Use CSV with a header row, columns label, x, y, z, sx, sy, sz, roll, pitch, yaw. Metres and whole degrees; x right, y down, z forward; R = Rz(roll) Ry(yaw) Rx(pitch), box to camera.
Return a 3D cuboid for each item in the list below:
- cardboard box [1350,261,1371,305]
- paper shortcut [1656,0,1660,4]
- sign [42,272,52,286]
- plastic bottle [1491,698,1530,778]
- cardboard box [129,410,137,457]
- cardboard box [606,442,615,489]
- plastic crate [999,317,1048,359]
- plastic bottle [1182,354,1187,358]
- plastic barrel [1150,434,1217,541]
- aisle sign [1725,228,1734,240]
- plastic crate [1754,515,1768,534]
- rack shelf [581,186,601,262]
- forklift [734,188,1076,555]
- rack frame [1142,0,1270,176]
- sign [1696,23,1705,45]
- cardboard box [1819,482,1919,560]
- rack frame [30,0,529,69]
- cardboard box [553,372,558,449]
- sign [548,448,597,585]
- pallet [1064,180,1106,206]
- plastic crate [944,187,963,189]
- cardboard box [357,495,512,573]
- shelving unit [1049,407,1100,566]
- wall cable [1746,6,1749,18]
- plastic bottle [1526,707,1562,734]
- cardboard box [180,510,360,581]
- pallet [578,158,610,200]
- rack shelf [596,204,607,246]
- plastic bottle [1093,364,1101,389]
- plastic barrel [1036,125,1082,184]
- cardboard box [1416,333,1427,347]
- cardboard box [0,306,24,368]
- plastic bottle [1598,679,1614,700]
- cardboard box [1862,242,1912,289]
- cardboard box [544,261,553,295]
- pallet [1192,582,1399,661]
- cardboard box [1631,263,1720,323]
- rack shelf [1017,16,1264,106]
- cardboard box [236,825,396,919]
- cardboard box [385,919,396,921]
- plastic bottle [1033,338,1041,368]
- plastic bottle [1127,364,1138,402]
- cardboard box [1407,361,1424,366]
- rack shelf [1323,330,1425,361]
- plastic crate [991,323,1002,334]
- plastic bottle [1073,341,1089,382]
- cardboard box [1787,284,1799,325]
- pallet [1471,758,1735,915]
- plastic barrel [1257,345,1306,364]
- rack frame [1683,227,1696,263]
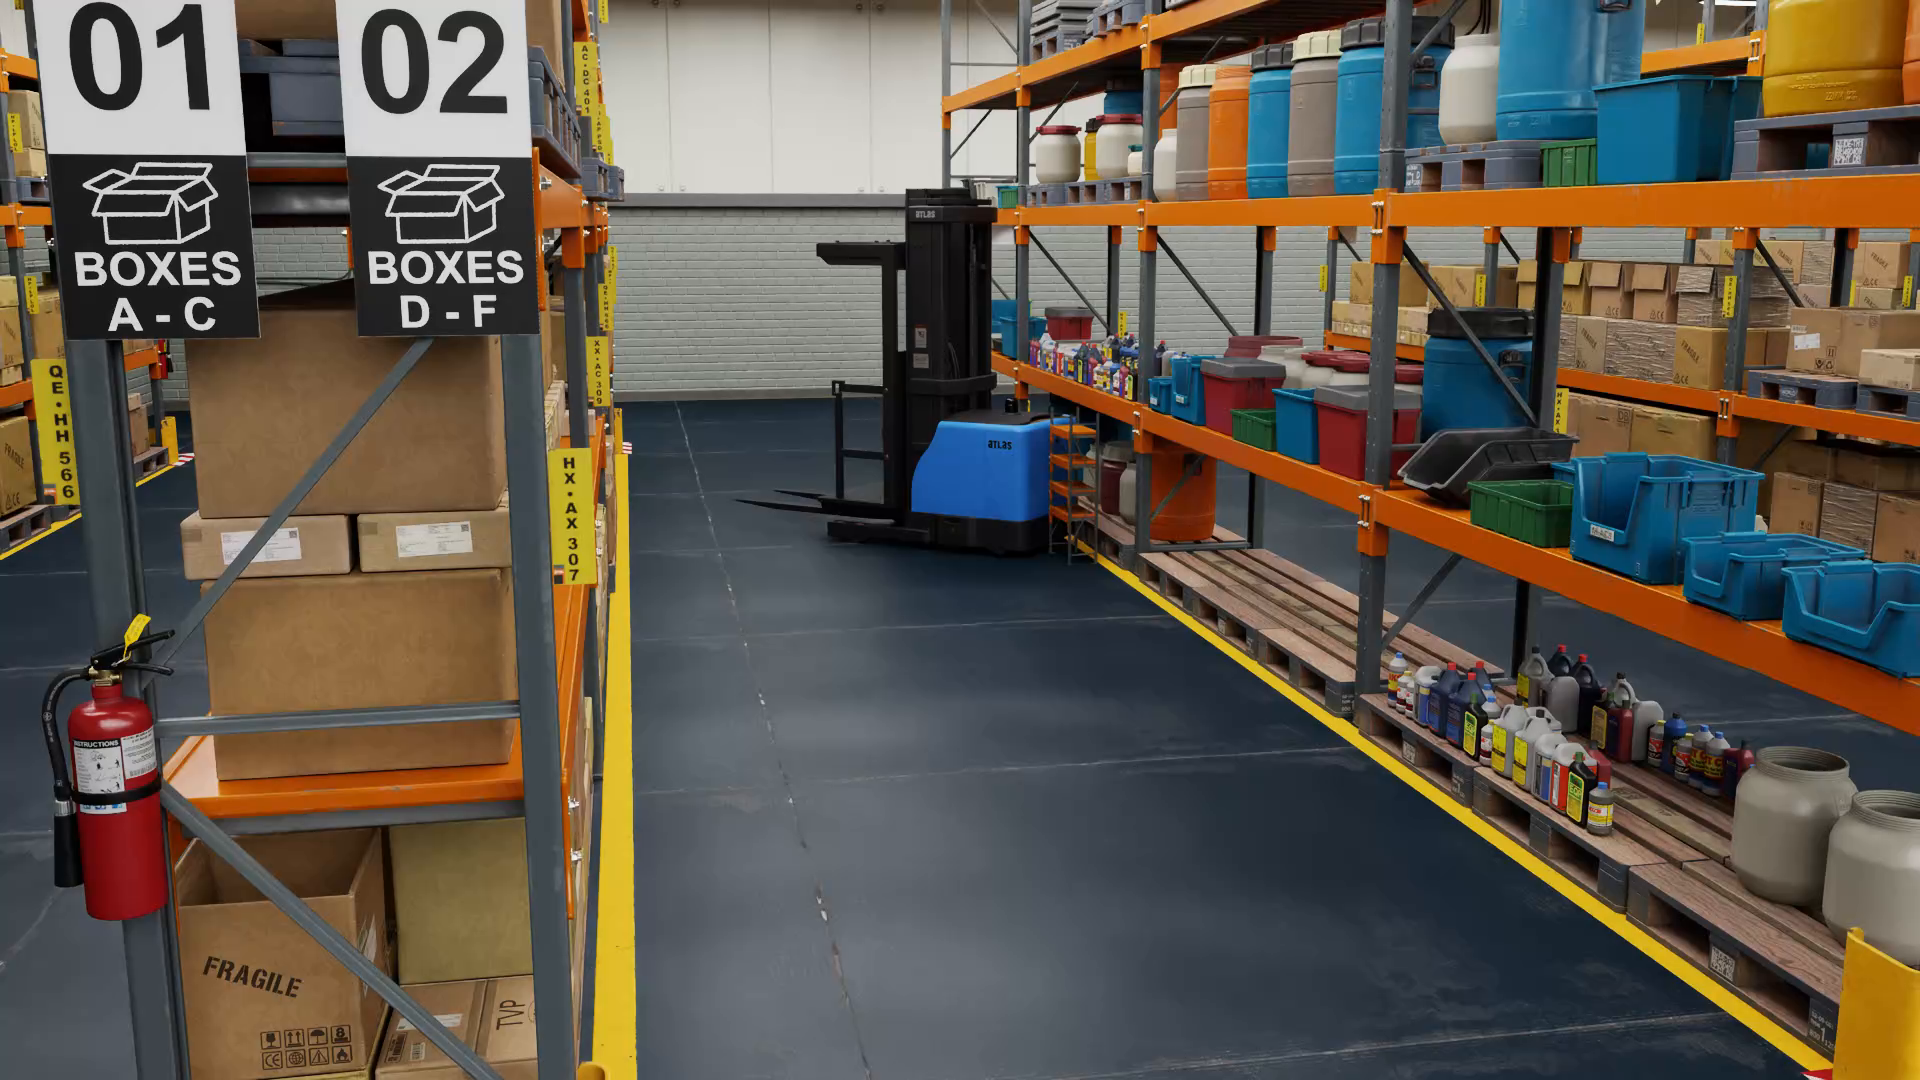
label,x,y,z,sx,sy,sz,roll,pitch,yaw
cardboard box,5.069,-3.117,20.149,0.500,0.500,0.500,-2,11,-12
paper shortcut,5.928,-4.637,14.118,0.009,0.170,0.078,9,-22,-13
sign,-9.978,-2.770,18.201,0.100,0.325,0.005,-2,11,-11
plastic bottle,2.488,0.876,7.477,0.144,0.351,0.185,-2,11,-11
cardboard box,-9.101,-1.087,17.447,0.700,0.500,0.500,-2,11,-11
cardboard box,-3.331,-0.589,14.779,0.500,0.500,0.500,-2,11,-11
plastic crate,0.638,-2.047,16.809,0.392,0.384,0.575,-2,11,-11
plastic bottle,1.899,-1.438,14.072,0.097,0.271,0.097,0,11,0
plastic barrel,1.729,-0.447,13.205,0.600,0.830,0.708,-2,11,-11
aisle sign,10.309,-4.329,21.964,0.394,0.787,0.004,-2,11,-11
plastic crate,3.183,-0.066,7.228,0.530,0.136,0.437,-2,11,-11
rack shelf,-2.629,-1.792,9.490,1.077,0.370,4.000,-2,11,-11
forklift,-0.546,-1.498,14.226,3.031,2.935,1.130,6,12,29
rack frame,1.841,-4.165,12.013,1.000,3.000,0.127,-2,11,-11
sign,9.496,-6.452,21.320,0.100,0.325,0.005,-2,11,-11
cardboard box,6.970,-0.163,12.539,0.700,0.500,0.500,-3,11,-16
rack frame,-1.462,-2.518,3.361,1.000,3.000,0.127,-2,11,-11
cardboard box,-2.574,-0.684,9.501,0.500,0.500,0.500,-2,11,-11
sign,-0.917,-0.055,3.934,0.100,0.325,0.005,-2,11,-11
pallet,1.535,-2.984,14.336,1.003,0.211,1.213,-2,11,-11
plastic crate,0.087,-4.014,19.590,0.497,0.269,0.590,-2,11,-11
cardboard box,-1.327,-0.019,4.271,0.380,0.149,0.250,-2,11,-11
shelving unit,0.908,-0.438,13.290,0.258,1.200,0.503,-3,11,-14
wall cable,11.964,-10.096,27.129,2.355,3.000,0.029,-2,11,-11
plastic bottle,2.629,0.903,7.537,0.152,0.276,0.135,-2,11,-11
cardboard box,-1.724,-0.002,4.184,0.380,0.149,0.250,-2,11,-12
pallet,-2.578,-2.093,9.654,1.003,0.211,1.213,-2,11,-8
rack shelf,-3.407,-2.526,13.345,1.077,0.370,4.000,-2,11,-11
plastic bottle,1.162,-1.368,13.894,0.097,0.201,0.097,0,11,0
plastic barrel,0.920,-3.593,15.541,0.433,0.535,0.433,0,11,0
cardboard box,5.340,-2.241,18.621,0.380,0.149,0.250,-2,11,-10
cardboard box,-8.318,-1.721,14.100,0.500,0.500,0.500,-2,11,-12
plastic bottle,3.137,0.805,8.033,0.061,0.283,0.133,-1,11,-7
cardboard box,10.450,-3.056,18.495,0.500,0.500,0.500,-3,11,-13
cardboard box,-4.149,-2.396,15.820,0.500,0.500,0.500,-2,11,-11
pallet,2.188,0.519,10.907,1.003,0.211,1.213,-2,11,-11
cardboard box,6.449,-2.194,14.753,0.797,0.503,0.637,-2,11,-10
rack shelf,1.452,-3.982,14.045,1.077,0.370,4.000,-2,11,-11
cardboard box,-2.067,0.934,5.490,0.500,0.500,0.500,-2,11,-11
cardboard box,-2.065,1.303,5.561,0.500,0.250,0.500,-2,11,-11
plastic bottle,0.742,-1.787,15.876,0.061,0.283,0.133,-2,11,-11
plastic bottle,1.344,-1.219,12.893,0.061,0.283,0.133,-2,11,-11
cardboard box,5.697,-1.583,19.052,0.875,0.875,0.875,-2,11,-11
rack shelf,5.533,-2.145,19.369,1.077,0.370,4.000,-2,11,-11
plastic crate,0.325,-2.279,18.434,0.416,0.233,0.300,-2,11,-11
plastic bottle,1.070,-1.551,14.456,0.144,0.351,0.185,-2,11,-11
cardboard box,10.162,-2.849,20.081,0.500,0.500,0.500,-2,11,-12
pallet,2.950,1.234,7.147,1.003,0.211,1.213,-2,11,-11
plastic barrel,2.251,-1.092,11.613,0.421,0.512,0.421,0,11,0
rack frame,10.028,-3.027,22.079,1.000,3.000,0.127,-2,11,-11
